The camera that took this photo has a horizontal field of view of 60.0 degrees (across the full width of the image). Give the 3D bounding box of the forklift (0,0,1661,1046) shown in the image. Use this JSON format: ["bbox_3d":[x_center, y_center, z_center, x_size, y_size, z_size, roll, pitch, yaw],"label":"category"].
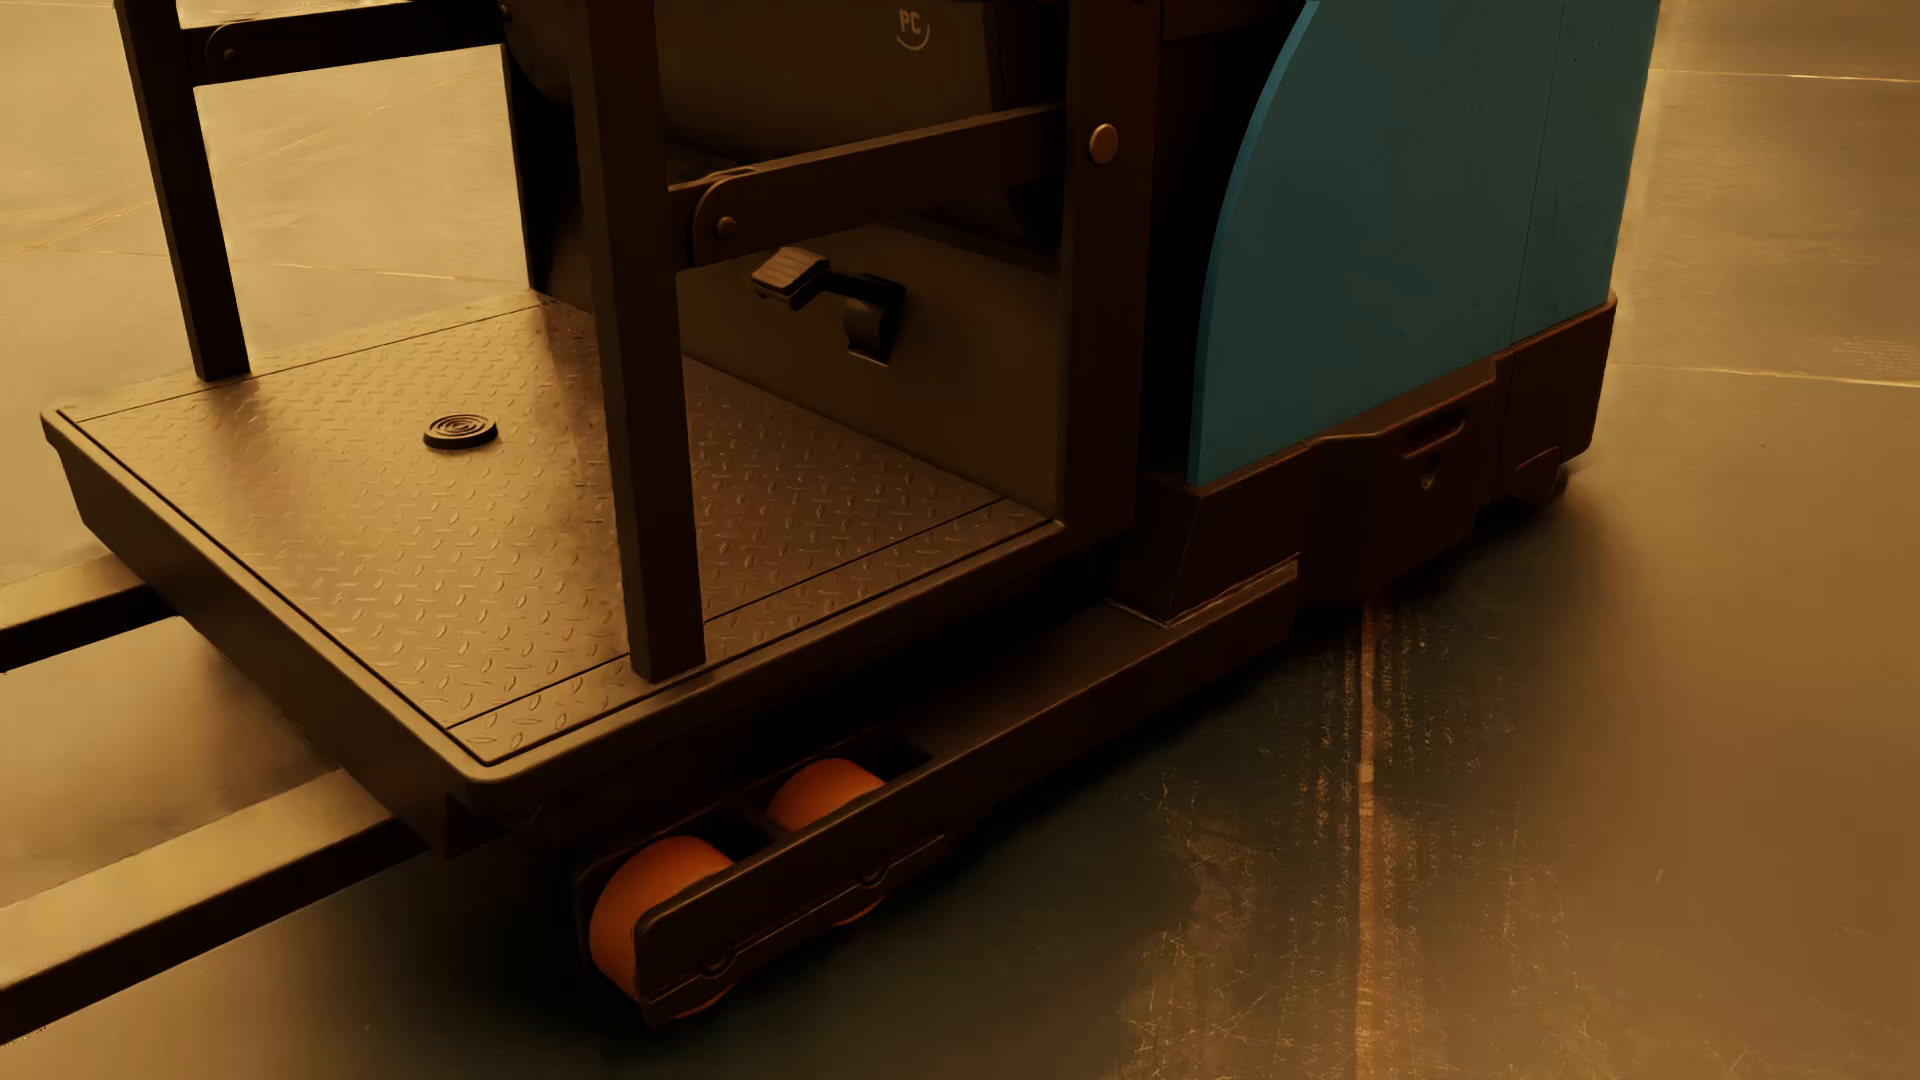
[{"bbox_3d":[-0.406,-1.118,1.461,3.031,2.935,1.130,-23,35,-38],"label":"forklift"}]
